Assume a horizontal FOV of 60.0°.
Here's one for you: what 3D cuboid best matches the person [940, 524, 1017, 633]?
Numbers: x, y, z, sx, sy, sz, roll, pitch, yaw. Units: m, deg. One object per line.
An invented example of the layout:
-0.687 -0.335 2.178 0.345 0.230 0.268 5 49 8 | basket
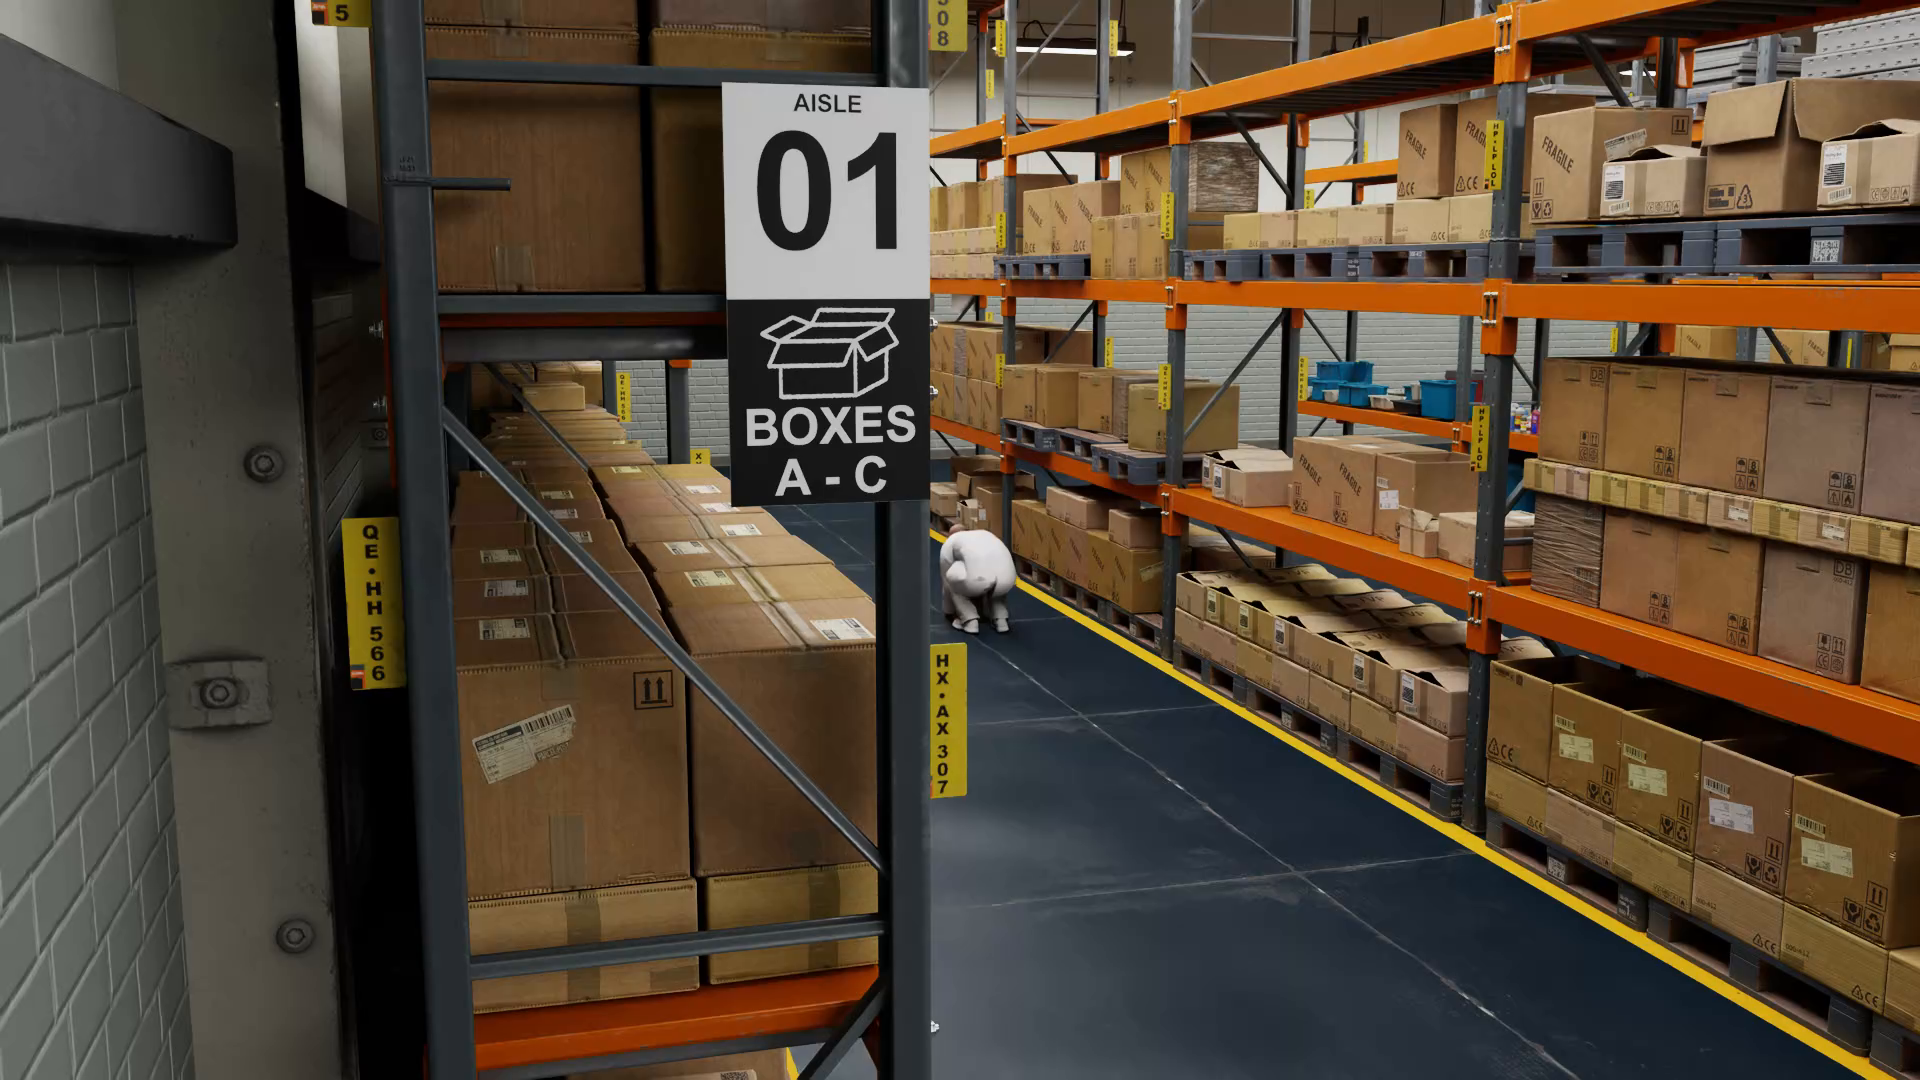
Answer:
0.140 0.334 13.590 0.577 0.823 0.935 -3 10 -17 | person
